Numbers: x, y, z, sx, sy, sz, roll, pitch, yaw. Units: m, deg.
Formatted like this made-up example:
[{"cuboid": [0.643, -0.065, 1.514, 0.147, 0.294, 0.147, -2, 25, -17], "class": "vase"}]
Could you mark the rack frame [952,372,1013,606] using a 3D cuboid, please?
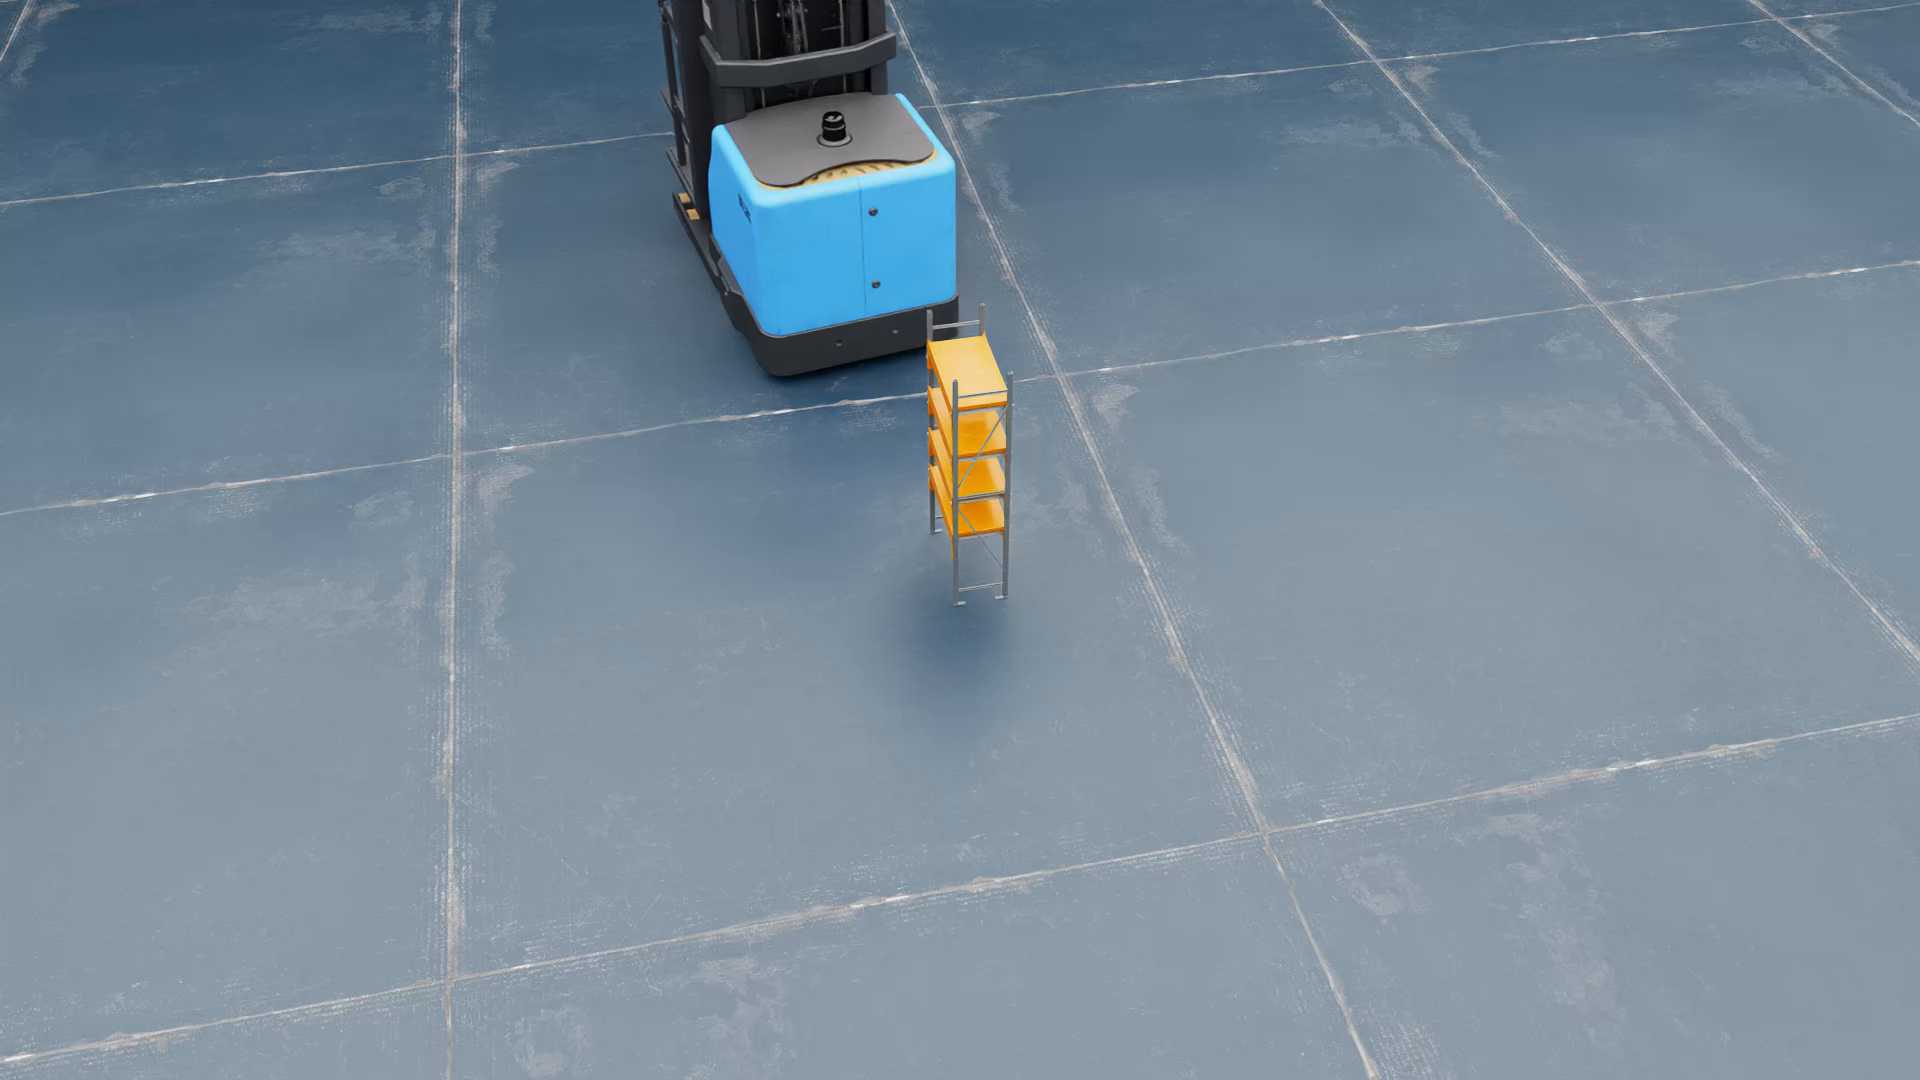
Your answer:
[{"cuboid": [0.088, -0.183, 6.834, 0.240, 1.200, 0.015, -8, 42, -9], "class": "rack frame"}]

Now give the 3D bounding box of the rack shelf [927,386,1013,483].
[{"cuboid": [0.036, -0.458, 6.909, 0.258, 0.148, 0.480, -8, 42, -9], "class": "rack shelf"}]

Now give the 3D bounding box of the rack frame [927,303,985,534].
[{"cuboid": [-0.017, -0.500, 7.191, 0.240, 1.200, 0.015, -8, 42, -9], "class": "rack frame"}]

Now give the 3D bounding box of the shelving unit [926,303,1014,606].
[{"cuboid": [0.036, -0.341, 7.013, 0.258, 1.200, 0.503, -8, 42, -9], "class": "shelving unit"}]

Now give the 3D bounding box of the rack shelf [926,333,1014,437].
[{"cuboid": [0.036, -0.635, 6.752, 0.258, 0.148, 0.480, -8, 42, -9], "class": "rack shelf"}]

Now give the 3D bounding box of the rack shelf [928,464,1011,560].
[{"cuboid": [0.036, -0.143, 7.189, 0.258, 0.148, 0.480, -8, 42, -9], "class": "rack shelf"}]

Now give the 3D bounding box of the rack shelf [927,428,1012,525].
[{"cuboid": [0.036, -0.291, 7.057, 0.258, 0.148, 0.480, -8, 42, -9], "class": "rack shelf"}]

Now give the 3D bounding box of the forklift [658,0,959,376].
[{"cuboid": [-1.008, -2.905, 8.597, 1.130, 2.935, 3.031, -14, 44, -16], "class": "forklift"}]
